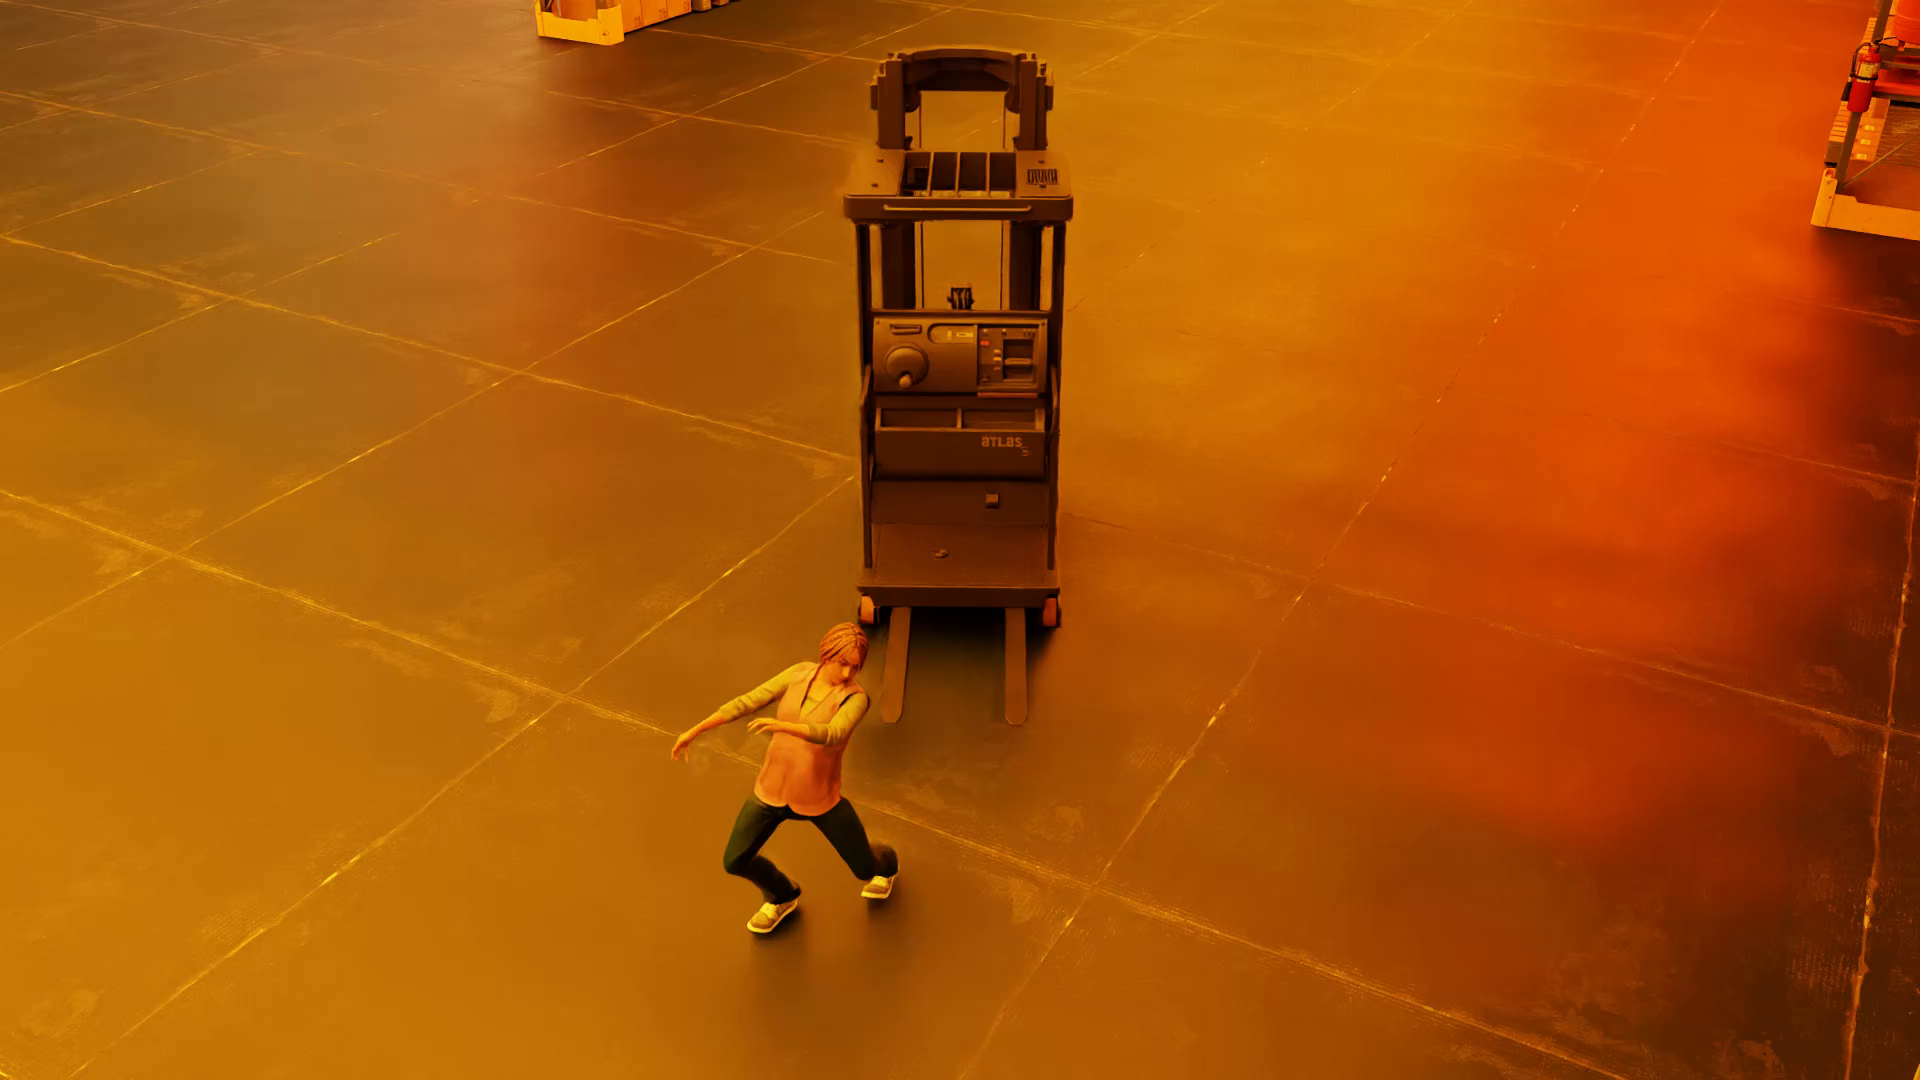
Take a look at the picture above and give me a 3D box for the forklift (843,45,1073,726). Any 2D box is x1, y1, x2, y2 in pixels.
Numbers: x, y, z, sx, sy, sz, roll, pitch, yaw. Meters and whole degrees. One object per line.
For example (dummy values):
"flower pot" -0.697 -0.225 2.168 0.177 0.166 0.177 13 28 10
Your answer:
"forklift" 0.000 -0.946 8.710 1.130 2.935 3.031 1 30 1

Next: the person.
"person" -0.733 1.035 6.796 0.855 1.399 0.739 6 31 11
